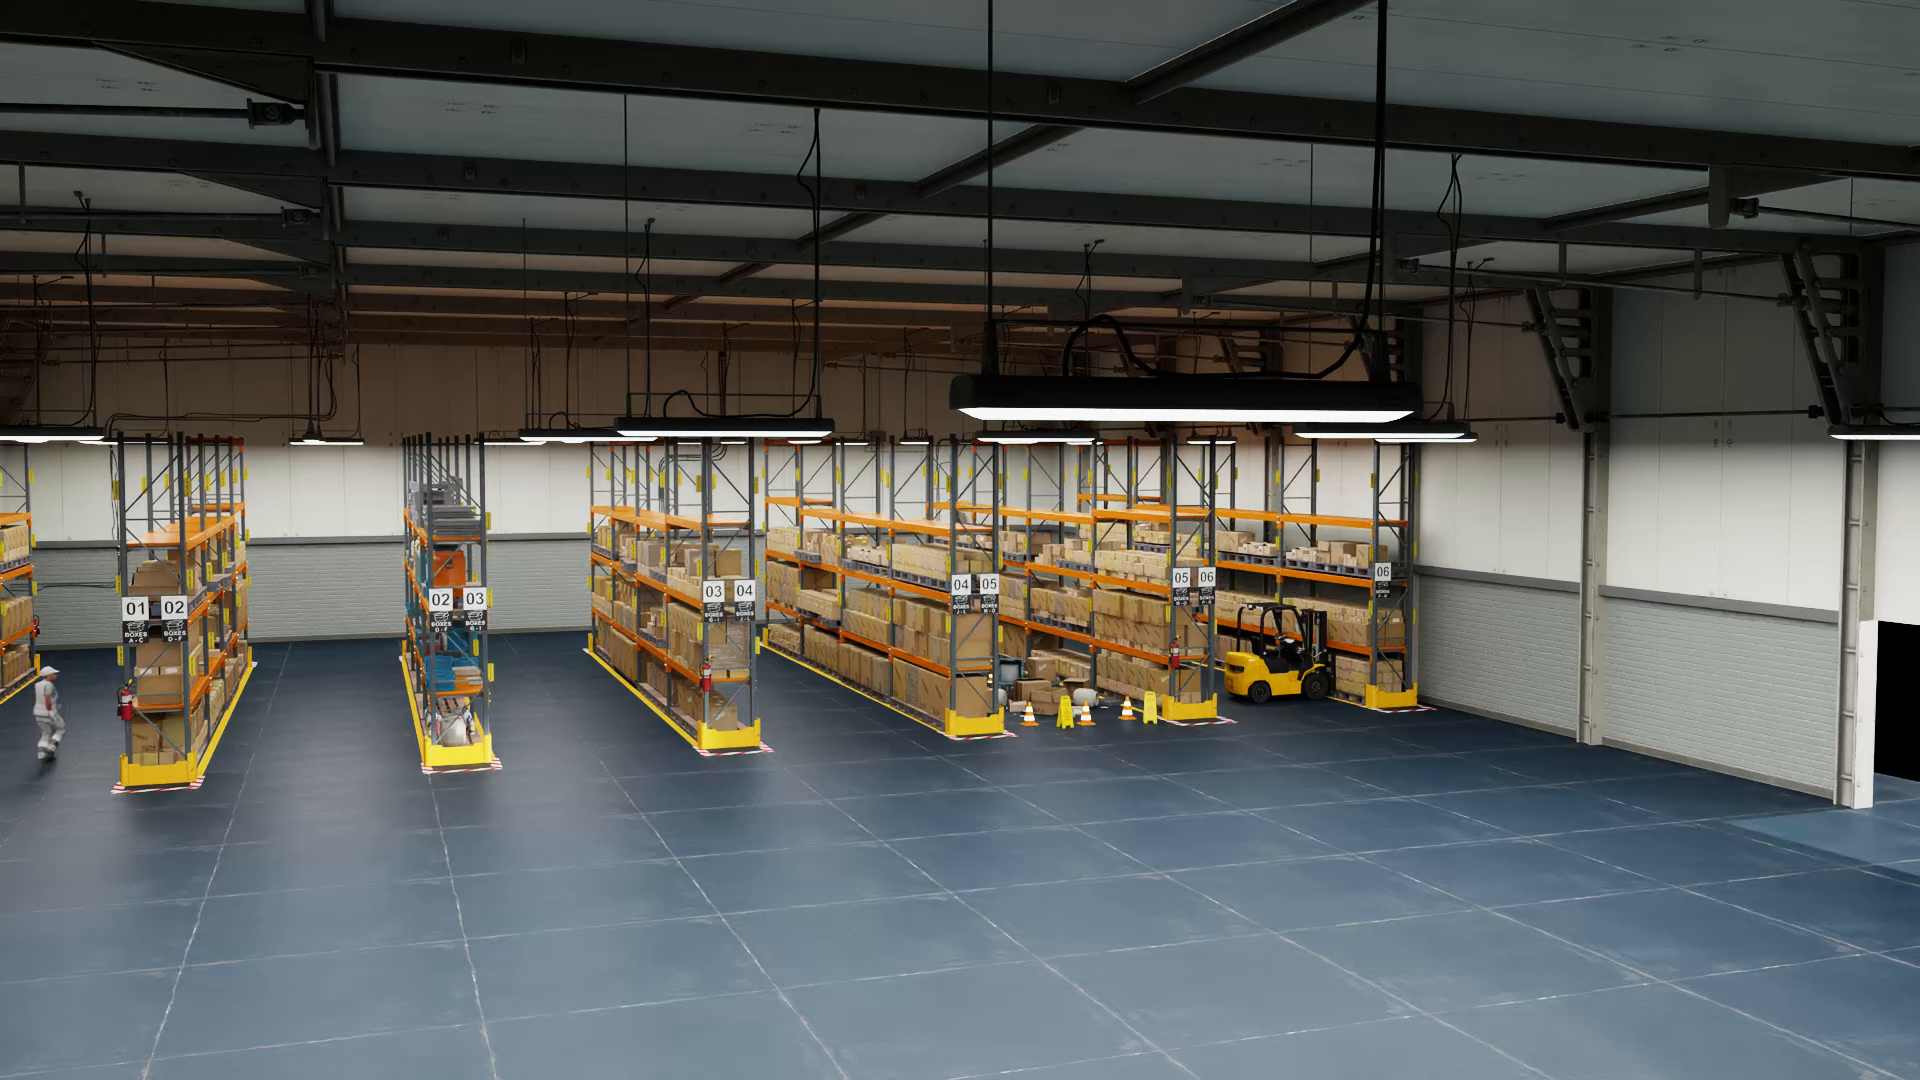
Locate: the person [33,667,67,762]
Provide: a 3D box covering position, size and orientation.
[{"bbox_3d":[-16.677,3.188,30.440,0.610,1.750,0.699,0,3,9],"label":"person"}]
